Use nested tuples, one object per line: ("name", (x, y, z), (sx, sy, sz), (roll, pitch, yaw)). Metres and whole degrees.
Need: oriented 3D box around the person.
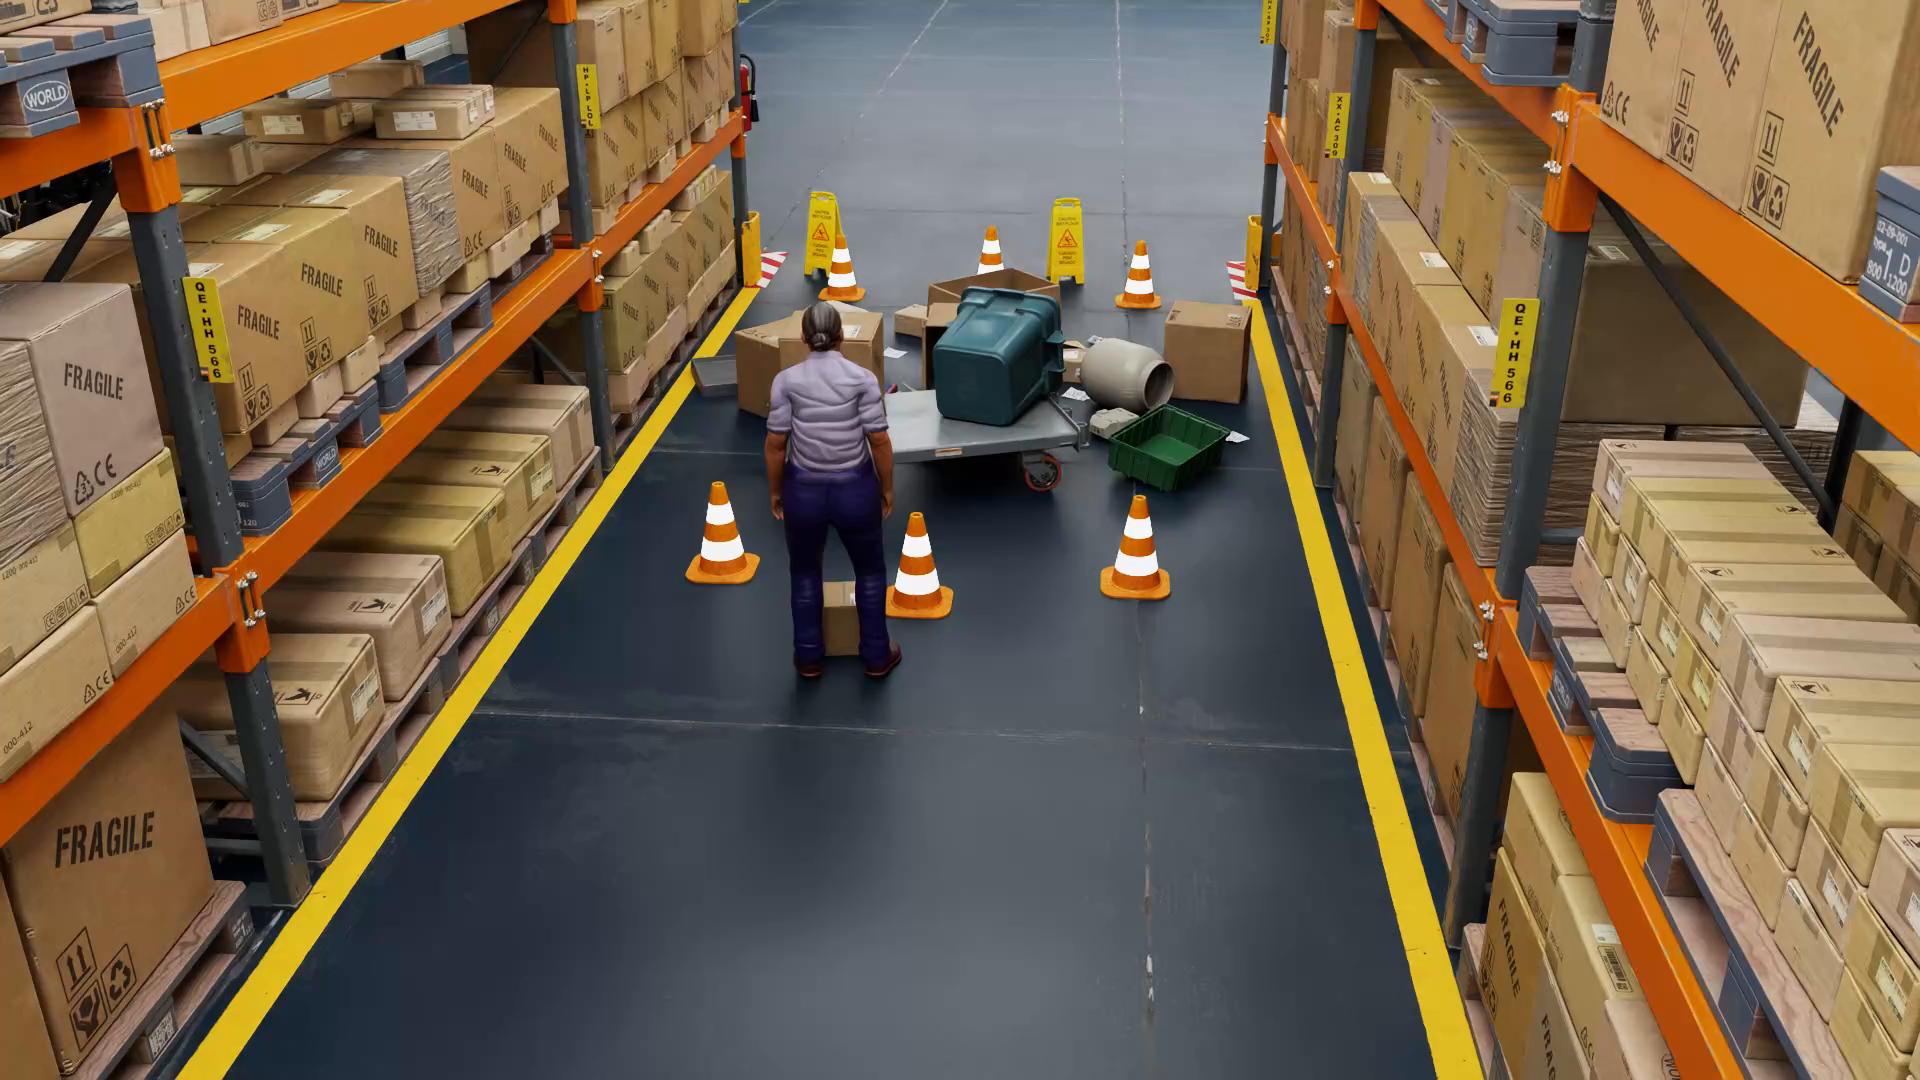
("person", (-0.534, -0.182, 7.010), (0.549, 1.651, 0.367), (0, 25, 0))
